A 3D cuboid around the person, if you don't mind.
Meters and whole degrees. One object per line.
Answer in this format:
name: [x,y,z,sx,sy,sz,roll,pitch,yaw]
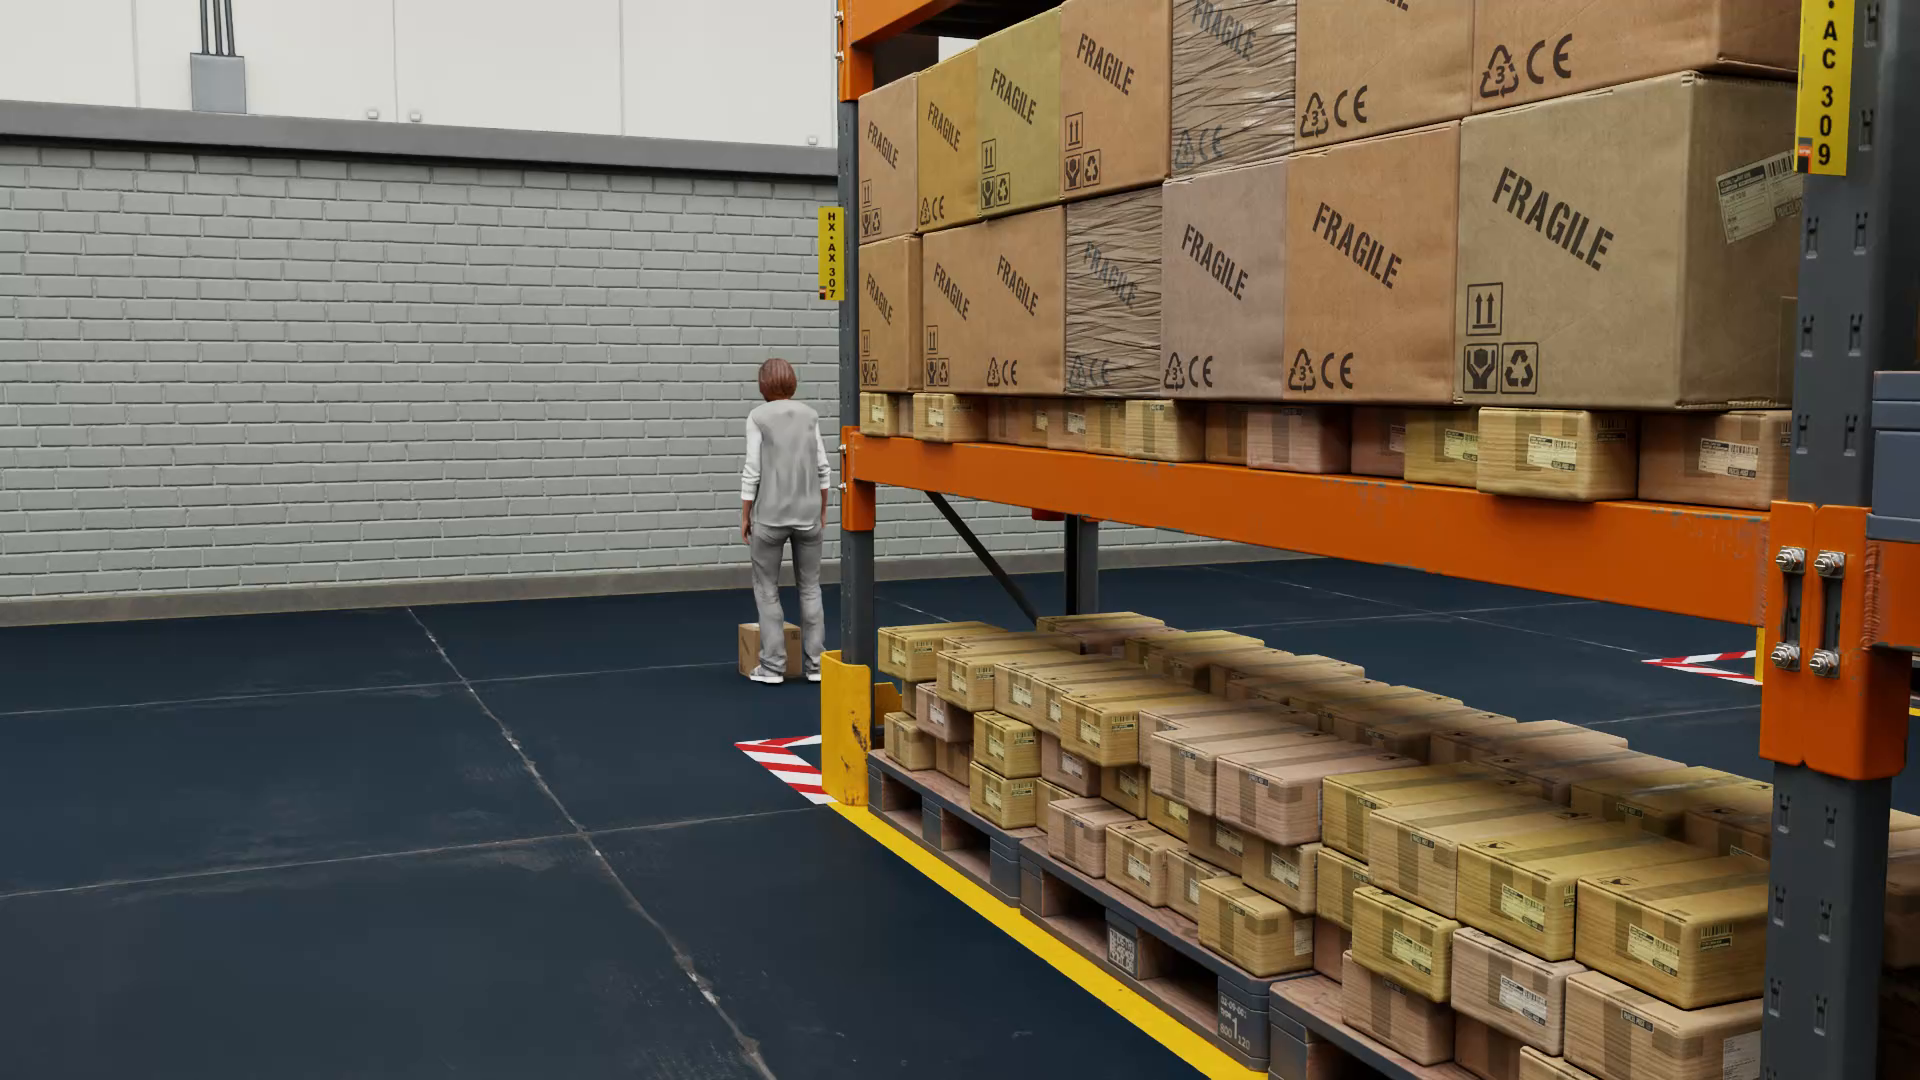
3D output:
person: [-0.859,-0.090,8.137,0.467,1.592,0.376,-3,6,-26]
